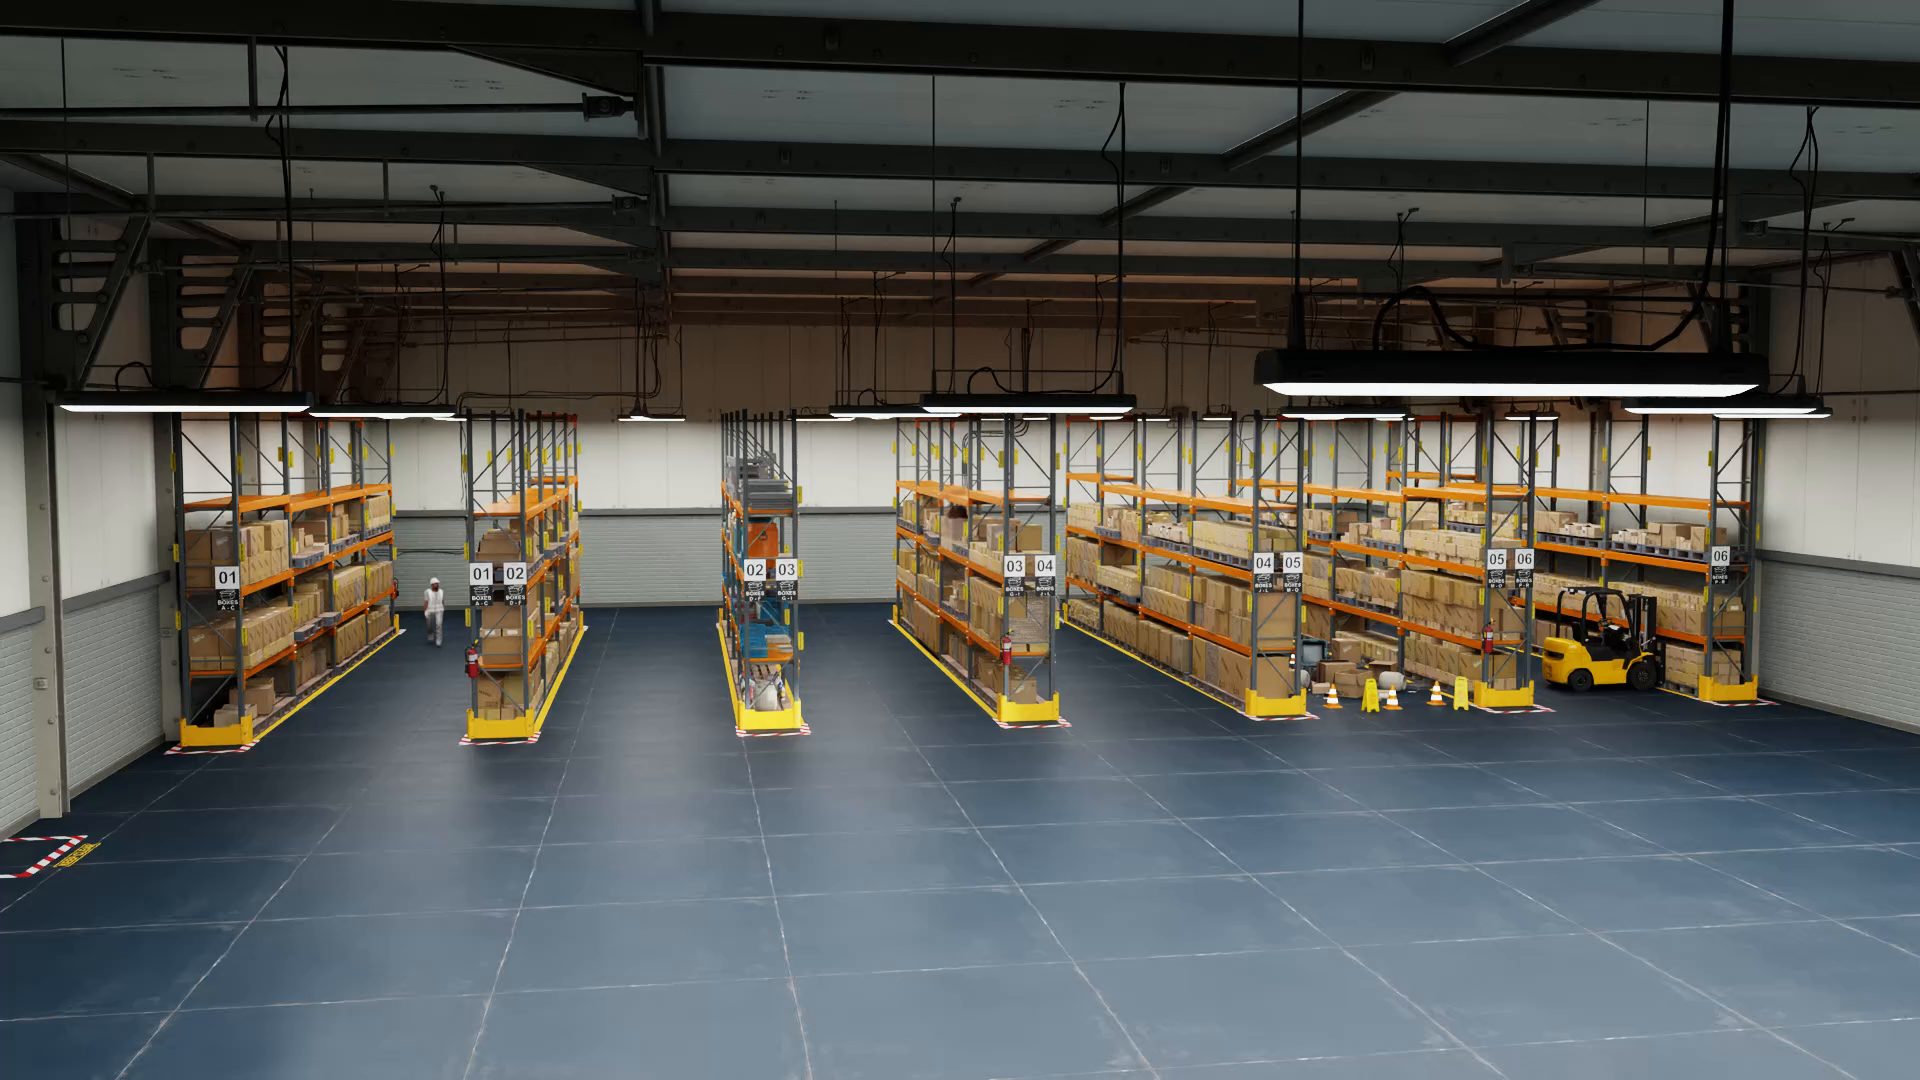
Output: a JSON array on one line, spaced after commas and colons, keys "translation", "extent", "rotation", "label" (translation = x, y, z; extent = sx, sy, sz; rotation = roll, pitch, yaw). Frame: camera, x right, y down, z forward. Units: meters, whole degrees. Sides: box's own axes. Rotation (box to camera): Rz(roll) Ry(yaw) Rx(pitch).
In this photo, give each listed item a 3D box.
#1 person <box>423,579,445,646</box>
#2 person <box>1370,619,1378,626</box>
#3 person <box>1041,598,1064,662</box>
[{"translation": [-13.576, 1.858, 42.962], "extent": [0.516, 1.737, 0.828], "rotation": [-1, 4, -12], "label": "person"}, {"translation": [11.720, 1.628, 47.213], "extent": [0.379, 1.653, 0.525], "rotation": [0, 4, 0], "label": "person"}, {"translation": [2.087, 1.987, 39.242], "extent": [0.674, 1.790, 0.579], "rotation": [-1, 4, -9], "label": "person"}]
